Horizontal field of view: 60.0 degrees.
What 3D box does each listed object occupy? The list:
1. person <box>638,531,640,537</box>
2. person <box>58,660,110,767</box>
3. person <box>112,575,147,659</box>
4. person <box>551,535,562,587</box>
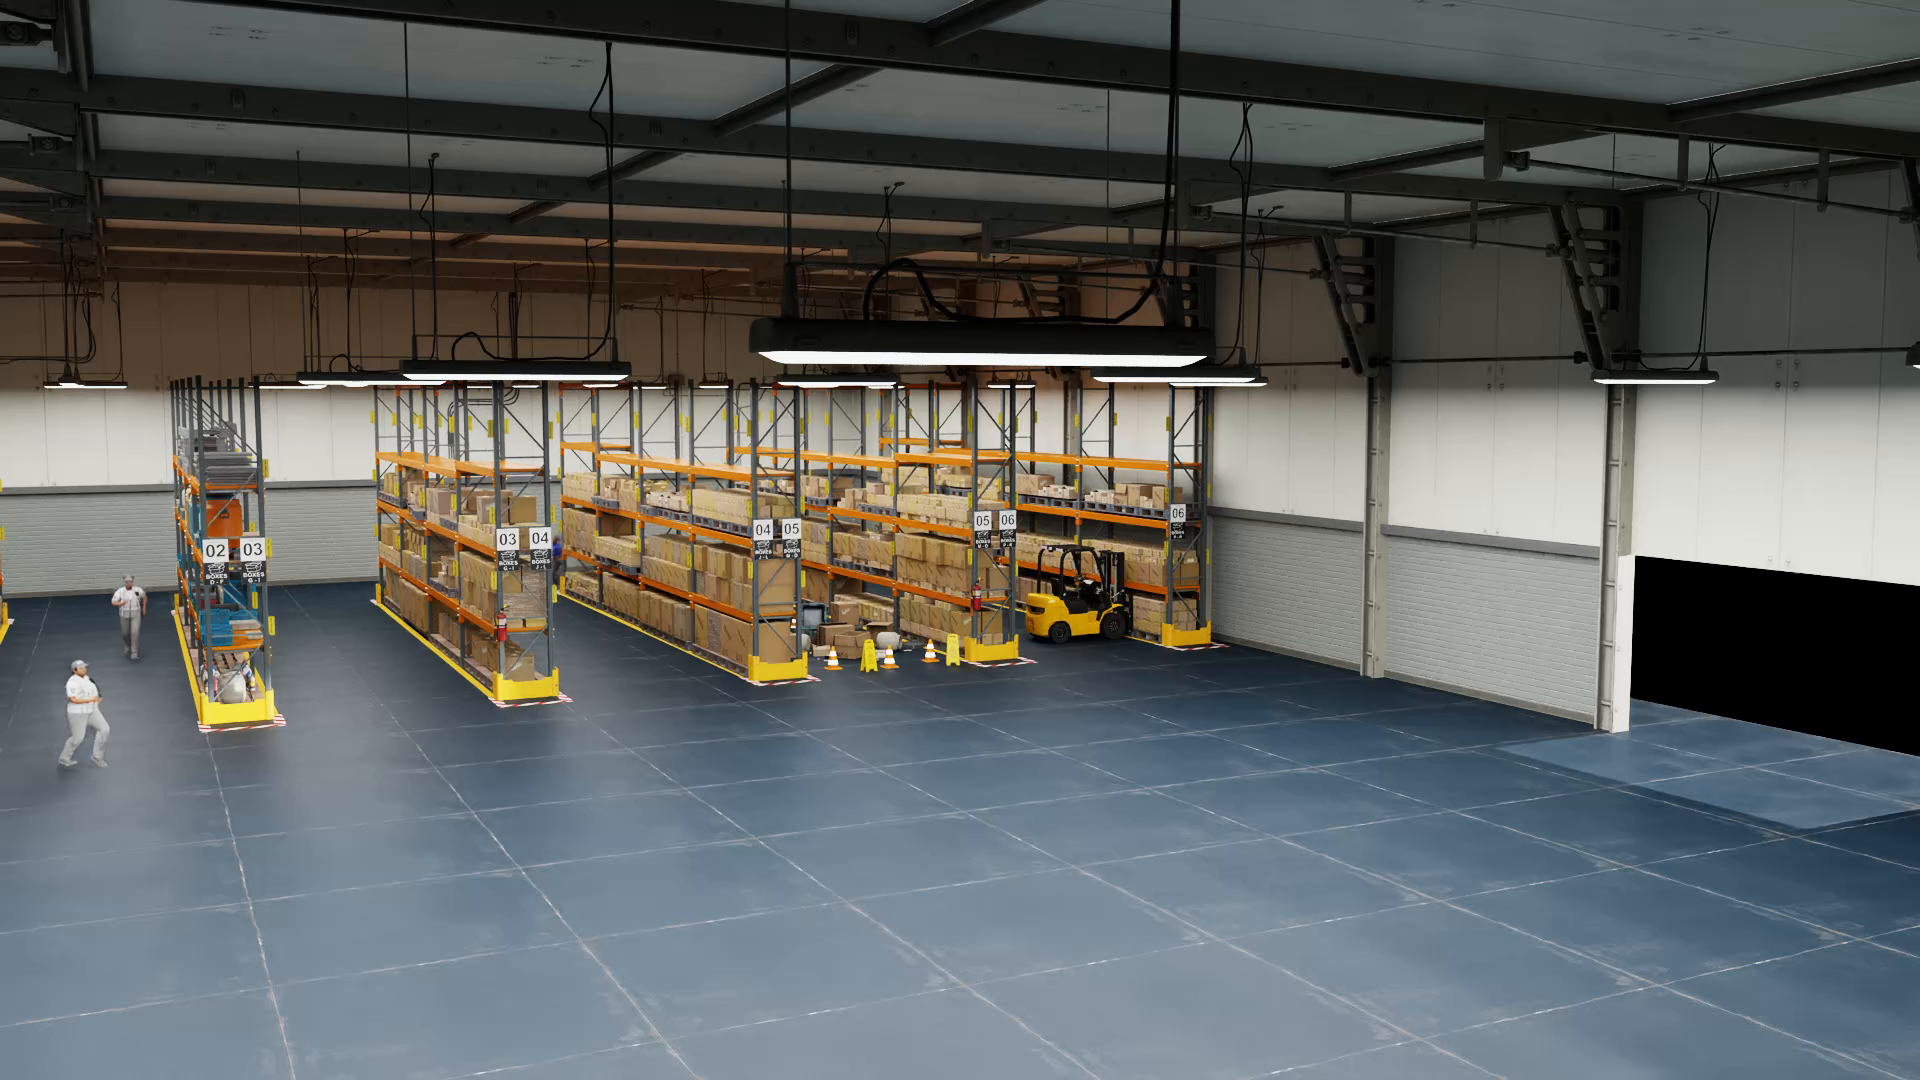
[{"bbox_3d":[-9.202,0.597,48.032,0.578,1.740,0.793,-5,7,-44],"label":"person"},{"bbox_3d":[-13.386,2.667,25.370,0.733,1.703,0.608,1,5,8],"label":"person"},{"bbox_3d":[-17.902,1.627,35.860,0.682,1.774,0.950,-3,6,-27],"label":"person"},{"bbox_3d":[-11.803,0.630,48.539,0.556,1.559,0.674,-4,6,-37],"label":"person"}]
